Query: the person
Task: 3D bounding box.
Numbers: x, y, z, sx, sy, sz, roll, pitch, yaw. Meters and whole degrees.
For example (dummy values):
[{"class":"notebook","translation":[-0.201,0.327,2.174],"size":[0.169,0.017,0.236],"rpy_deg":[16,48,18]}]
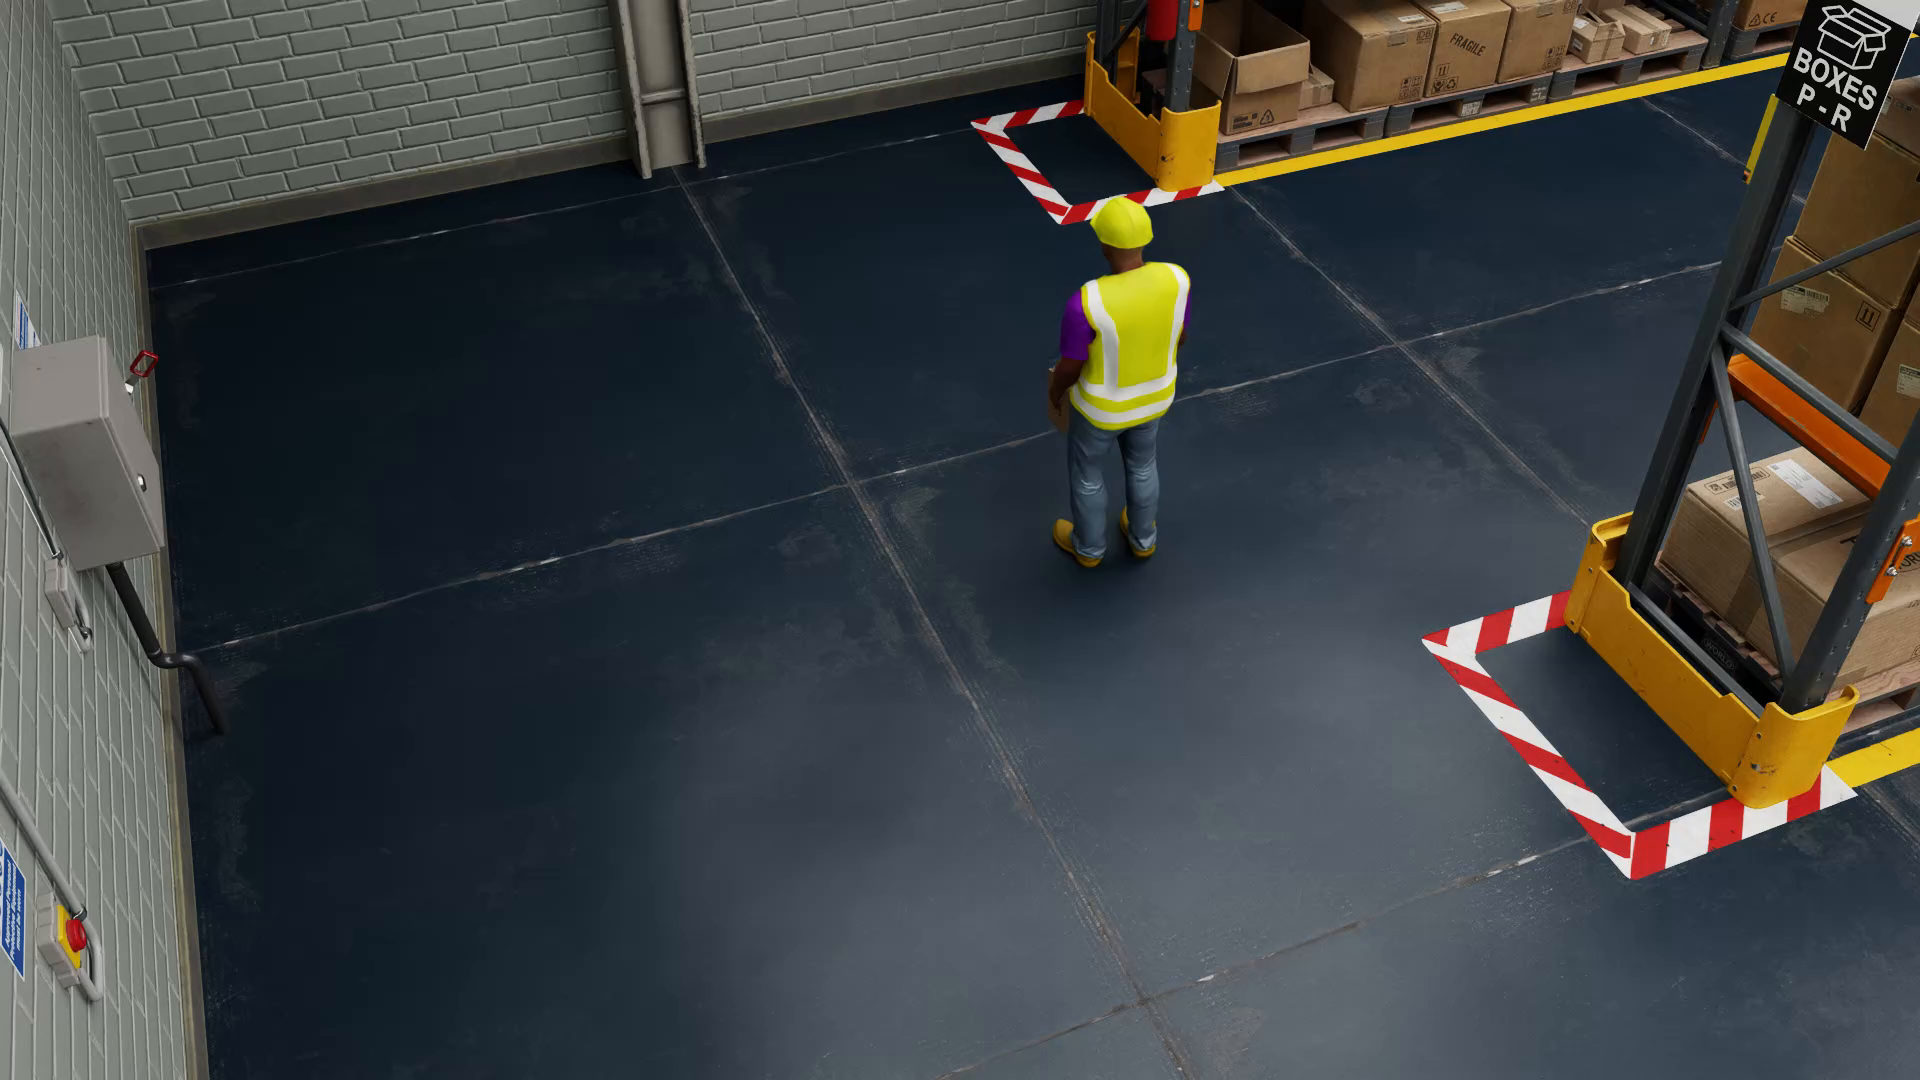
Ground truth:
[{"class":"person","translation":[0.638,-0.607,6.827],"size":[0.580,1.767,0.456],"rpy_deg":[-16,44,-18]}]
